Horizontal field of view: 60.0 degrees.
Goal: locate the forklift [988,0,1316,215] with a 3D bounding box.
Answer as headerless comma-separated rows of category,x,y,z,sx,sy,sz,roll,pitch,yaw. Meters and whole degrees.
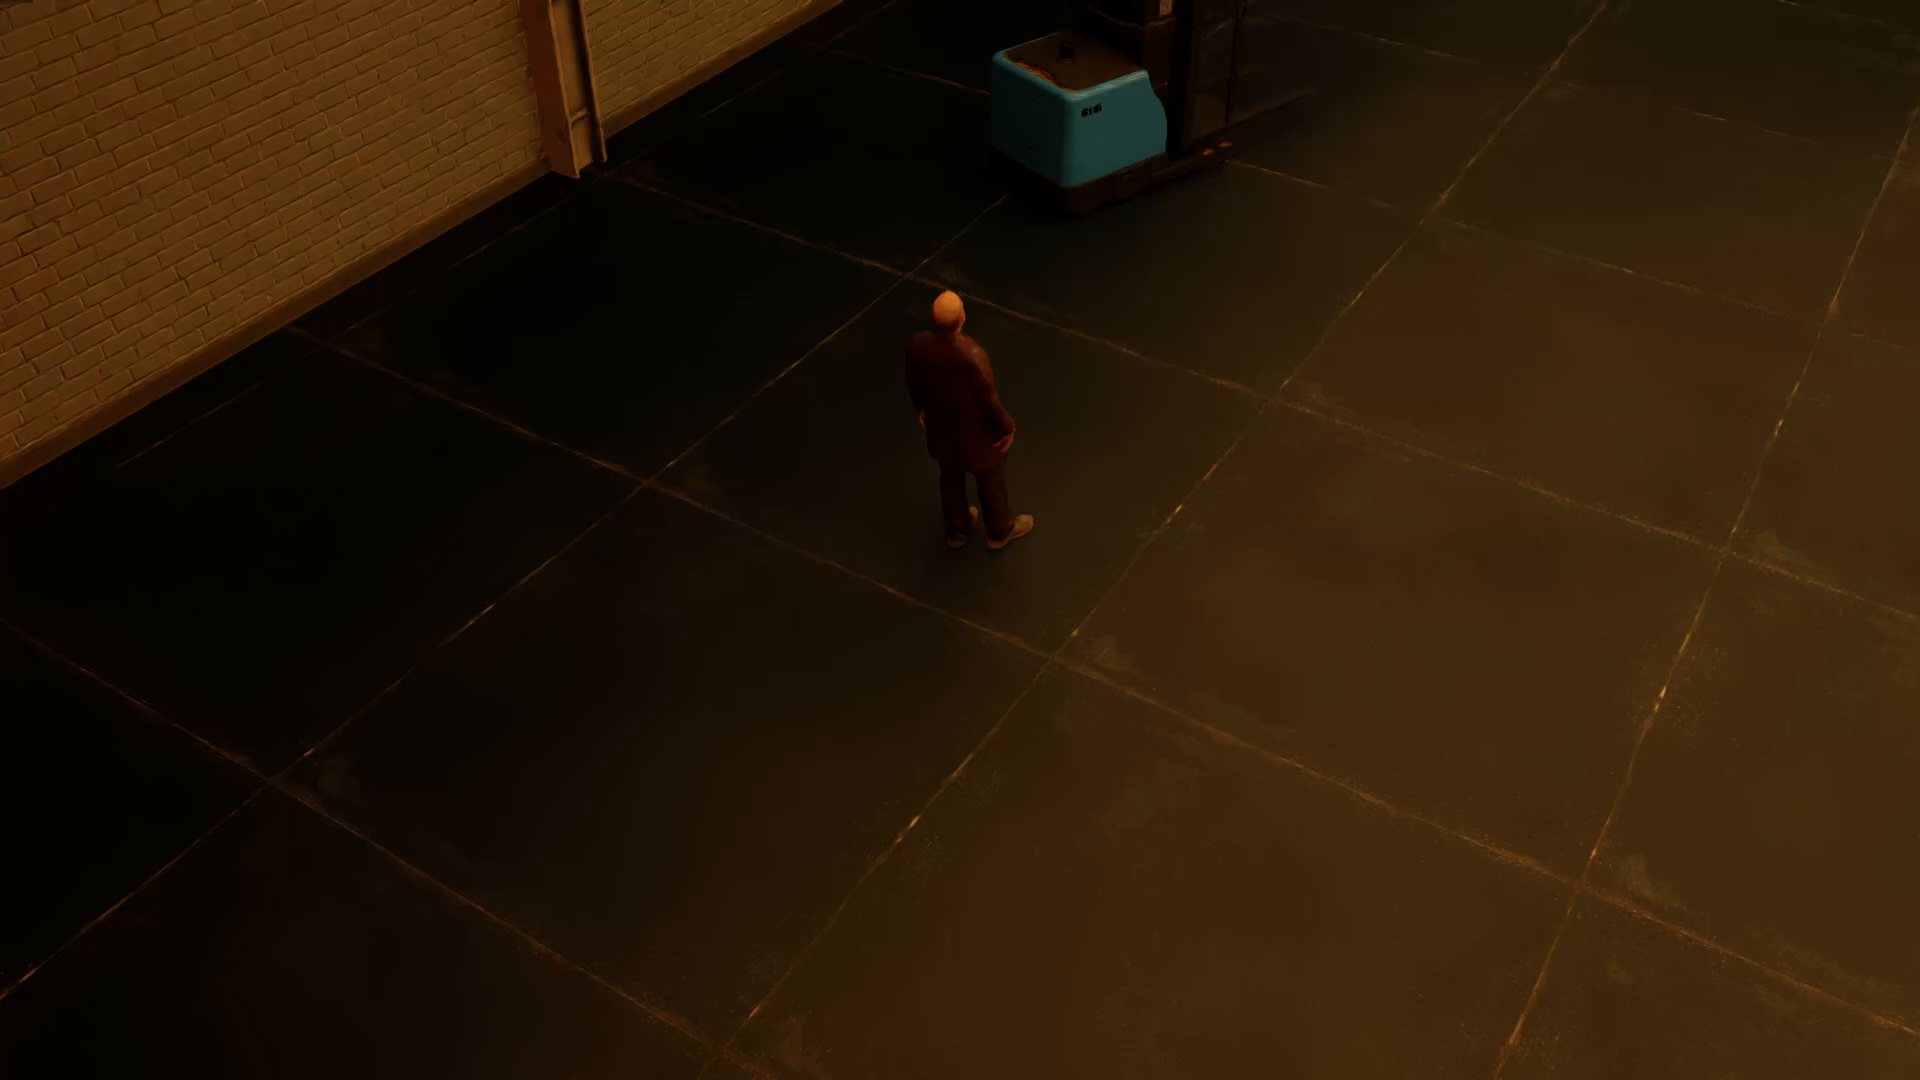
forklift,1.711,-4.468,13.239,3.031,2.935,1.130,-26,47,-28

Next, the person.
person,0.053,-0.732,9.712,0.694,1.776,0.580,22,45,24
